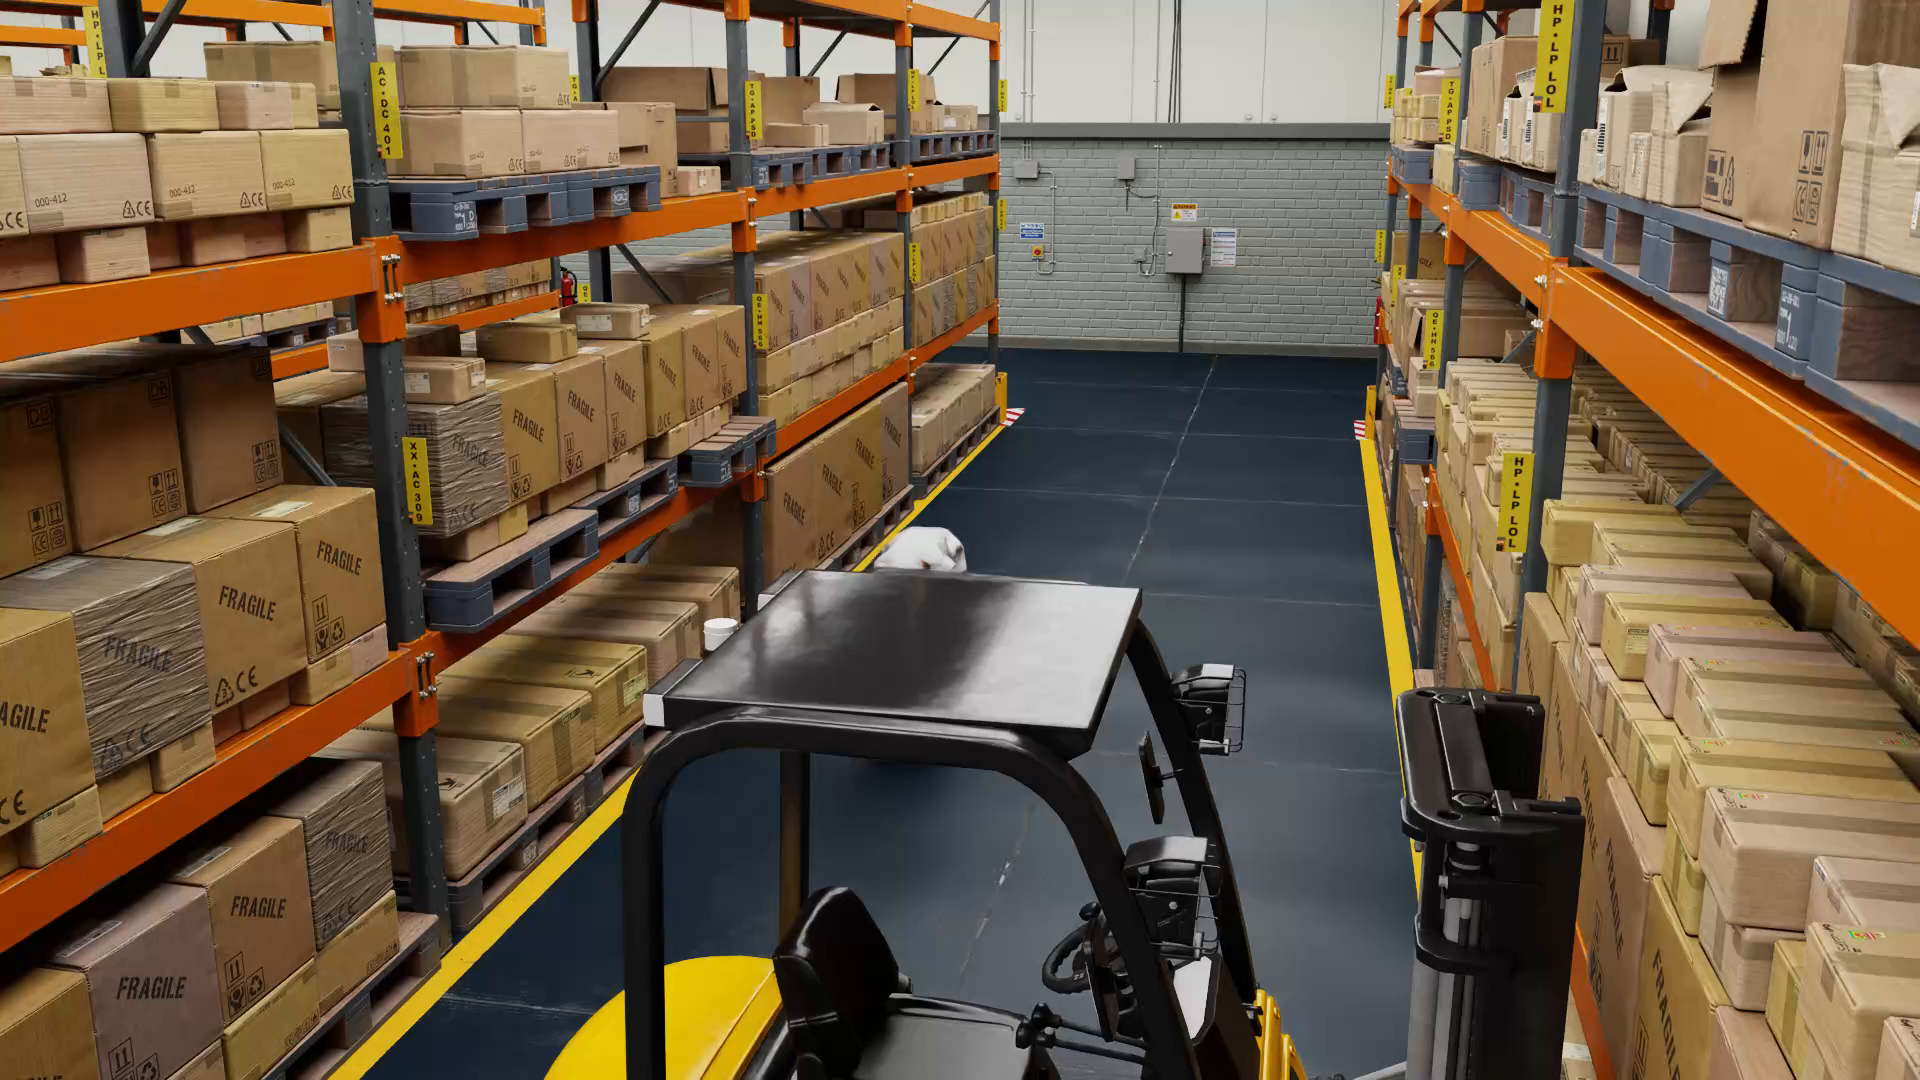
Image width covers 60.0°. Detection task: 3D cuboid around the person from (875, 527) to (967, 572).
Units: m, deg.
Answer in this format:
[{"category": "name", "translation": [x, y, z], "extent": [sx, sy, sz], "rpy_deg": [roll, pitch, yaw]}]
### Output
[{"category": "person", "translation": [-0.218, 0.520, 8.687], "extent": [0.492, 1.166, 0.958], "rpy_deg": [2, 15, 9]}]
